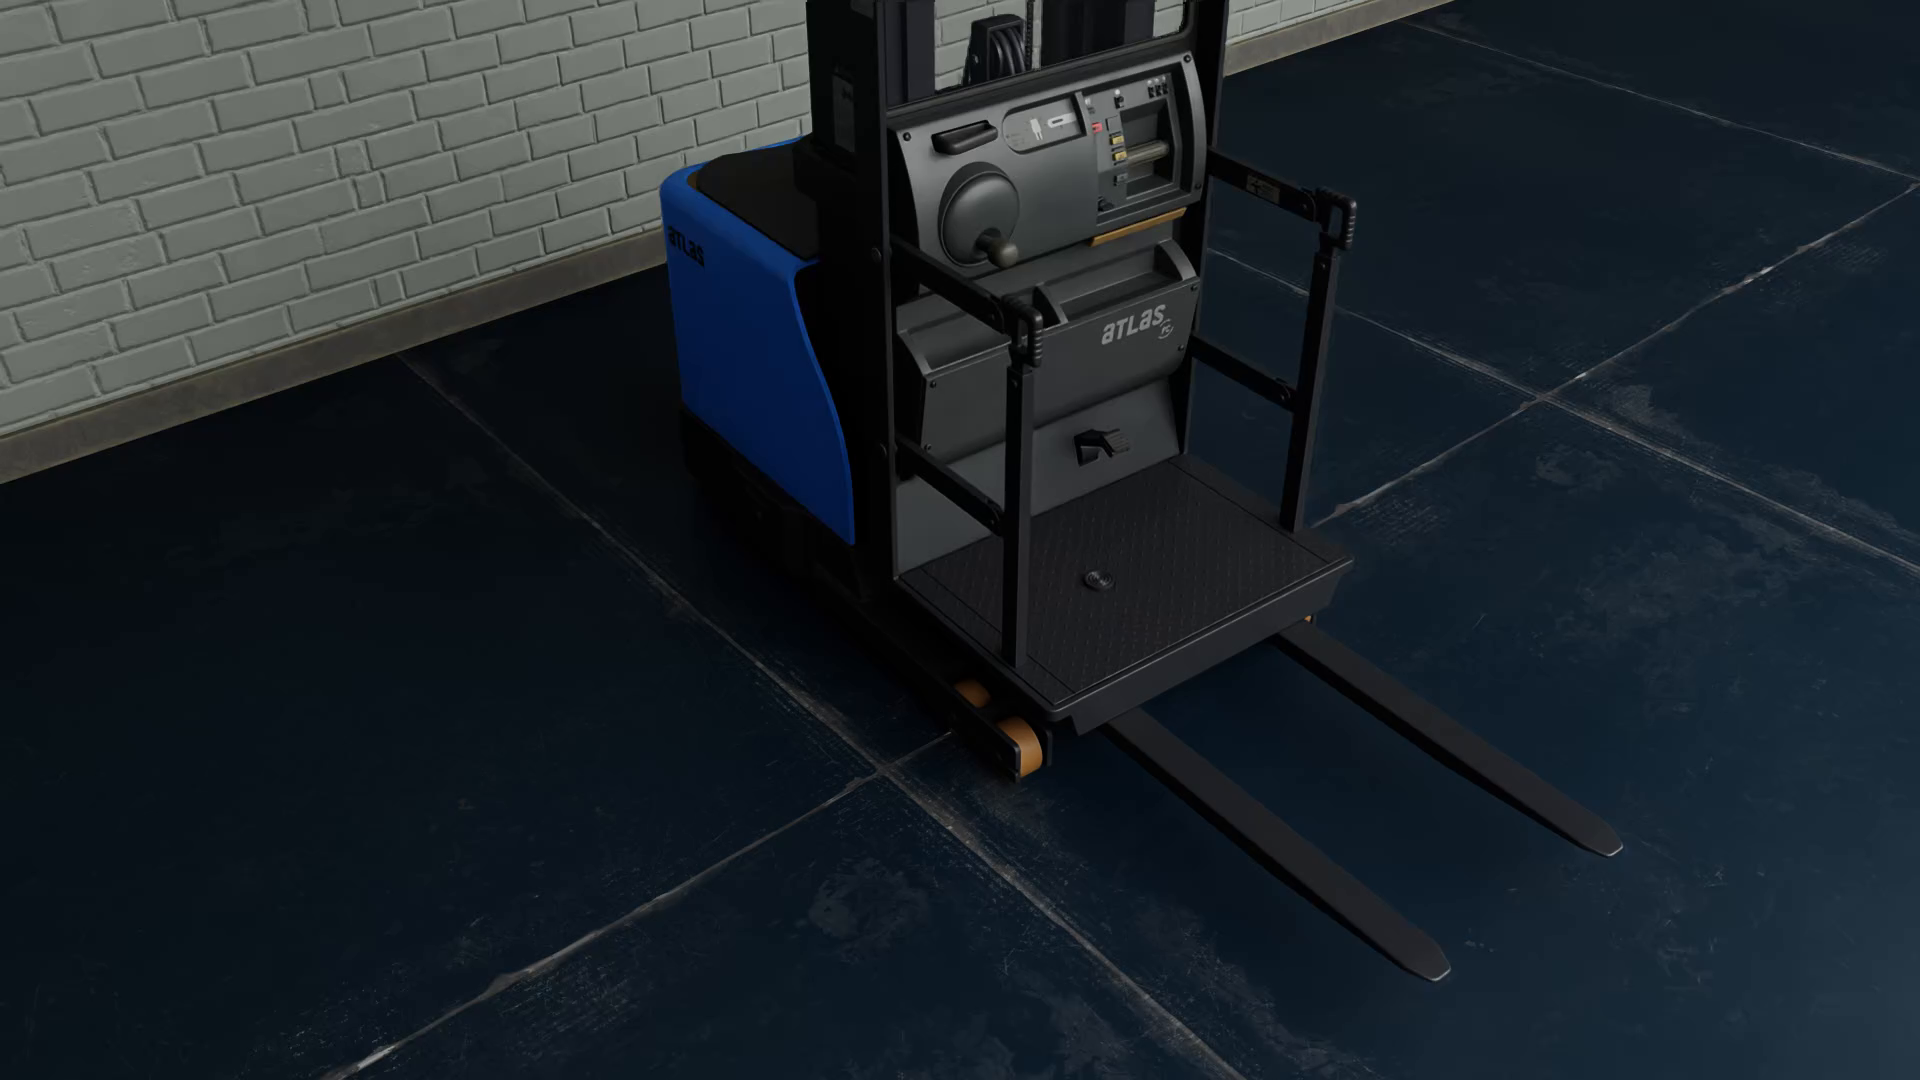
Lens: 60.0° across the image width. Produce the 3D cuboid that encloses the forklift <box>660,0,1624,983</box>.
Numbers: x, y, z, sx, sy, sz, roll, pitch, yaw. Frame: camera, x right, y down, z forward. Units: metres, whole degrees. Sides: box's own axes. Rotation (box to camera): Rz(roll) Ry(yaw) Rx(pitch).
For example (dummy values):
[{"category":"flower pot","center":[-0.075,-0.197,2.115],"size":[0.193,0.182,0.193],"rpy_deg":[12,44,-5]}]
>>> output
[{"category":"forklift","center":[0.373,-0.890,3.971],"size":[1.130,2.935,3.031],"rpy_deg":[-23,41,-29]}]
